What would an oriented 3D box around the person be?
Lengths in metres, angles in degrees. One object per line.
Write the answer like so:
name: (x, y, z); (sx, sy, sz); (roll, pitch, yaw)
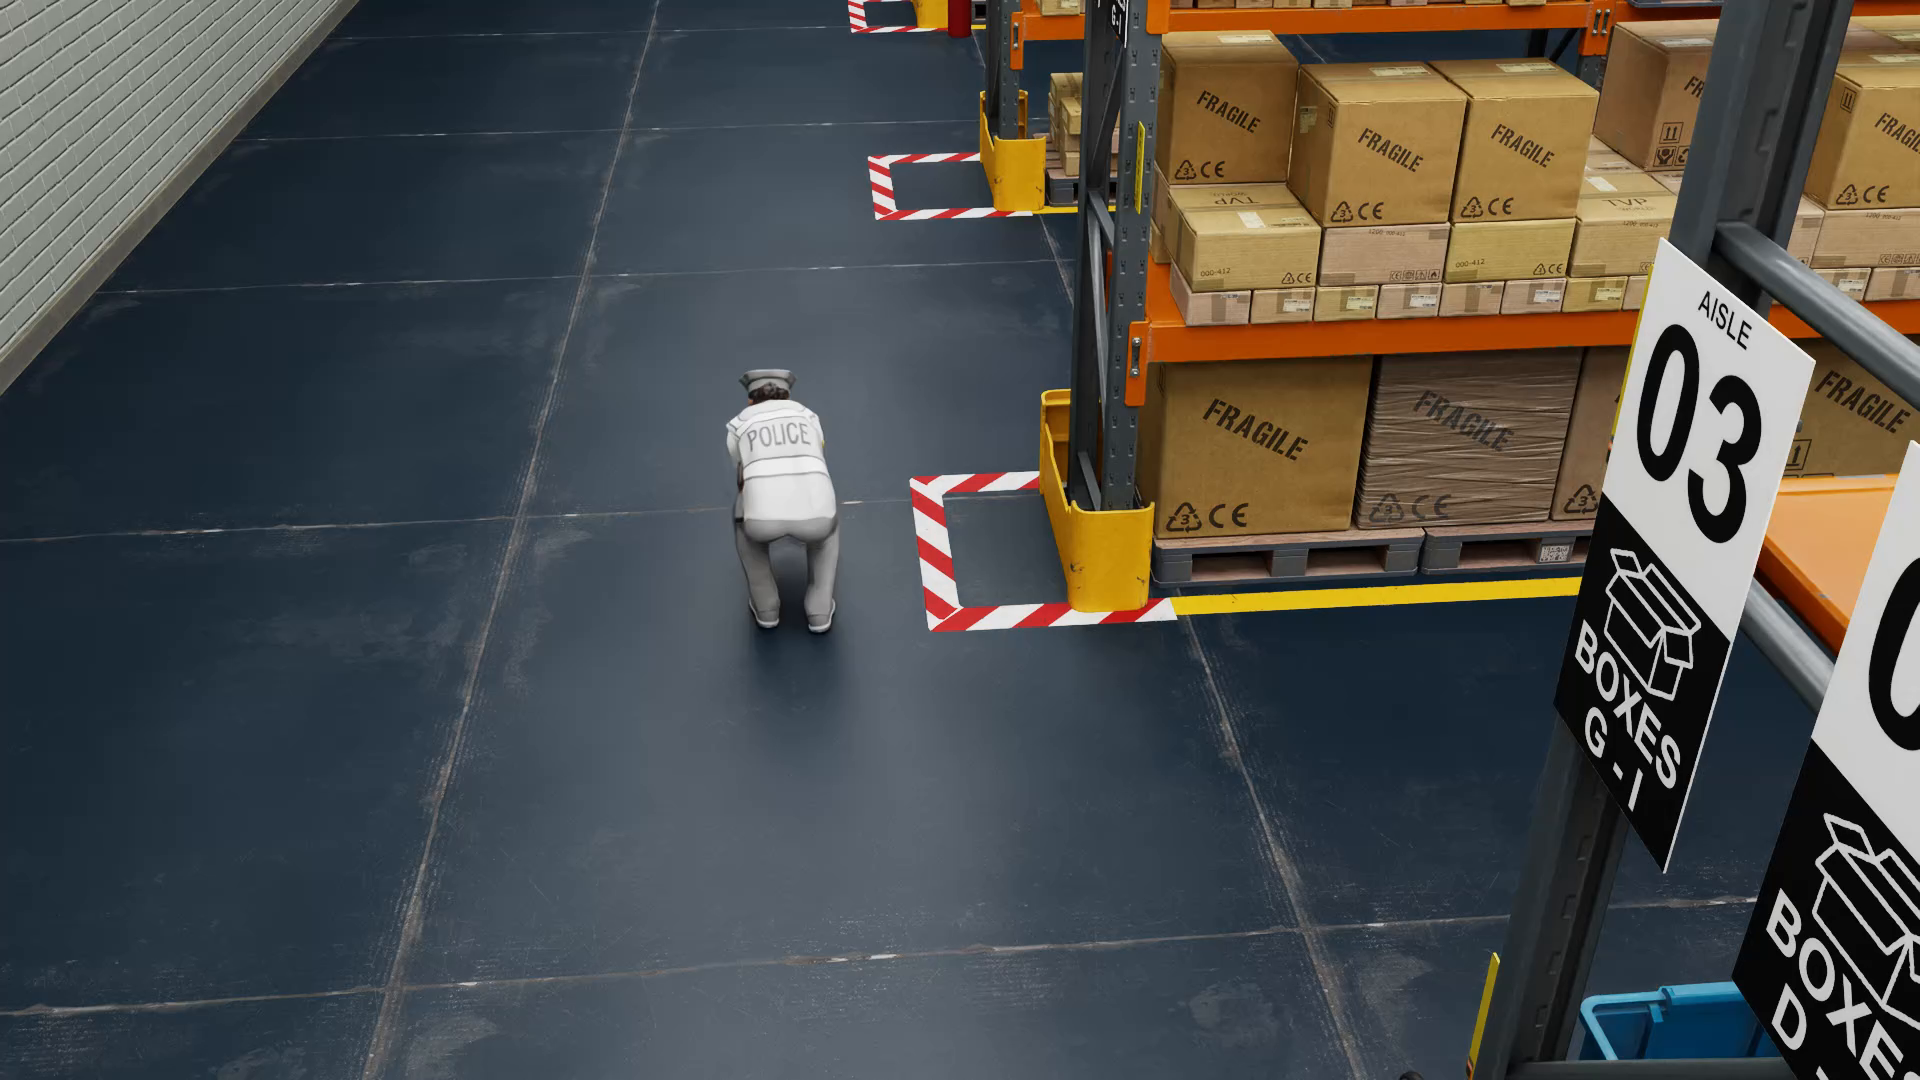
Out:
person: (-0.746, -0.161, 7.064); (0.457, 0.979, 0.916); (-4, 32, -6)
